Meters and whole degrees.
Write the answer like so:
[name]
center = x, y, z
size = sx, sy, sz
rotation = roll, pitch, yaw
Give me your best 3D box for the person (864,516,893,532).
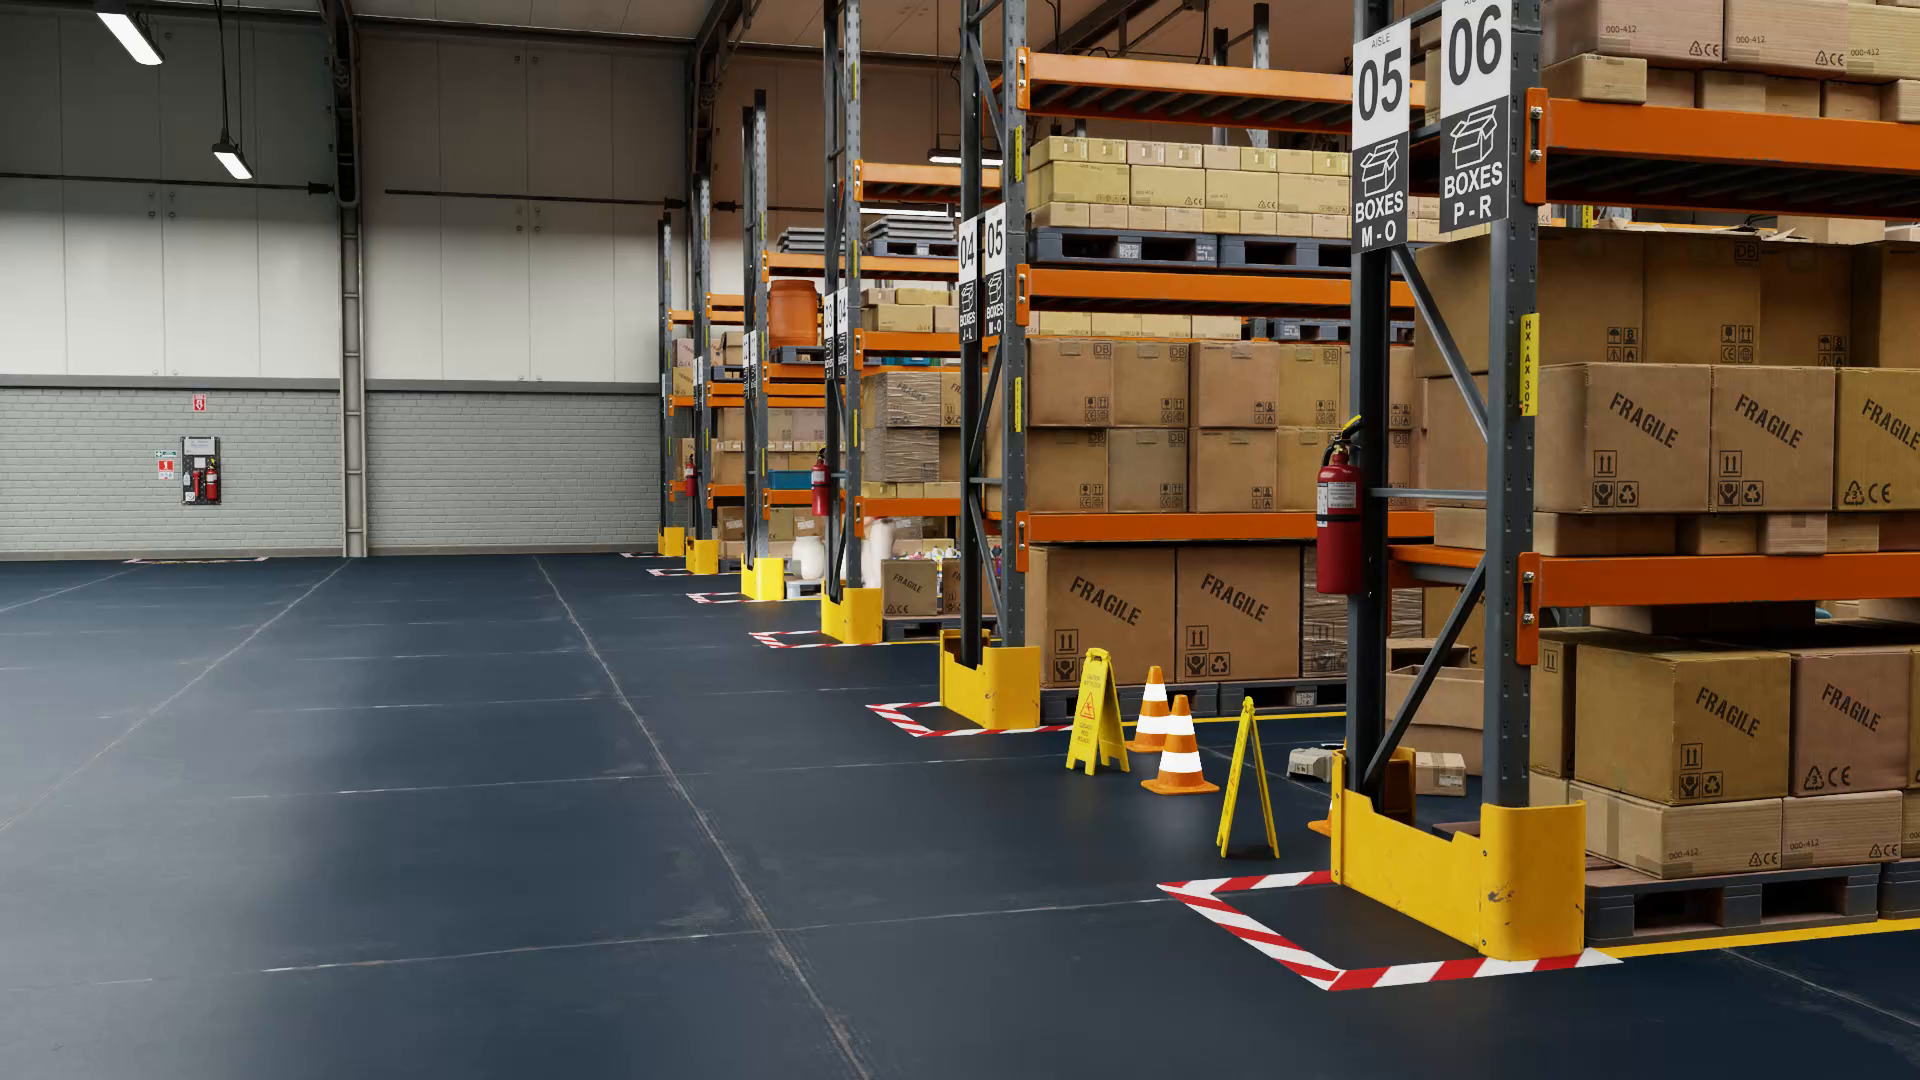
[person]
center = -0.924, -0.459, 17.601
size = 0.515, 0.918, 0.507
rotation = -1, 3, -17
